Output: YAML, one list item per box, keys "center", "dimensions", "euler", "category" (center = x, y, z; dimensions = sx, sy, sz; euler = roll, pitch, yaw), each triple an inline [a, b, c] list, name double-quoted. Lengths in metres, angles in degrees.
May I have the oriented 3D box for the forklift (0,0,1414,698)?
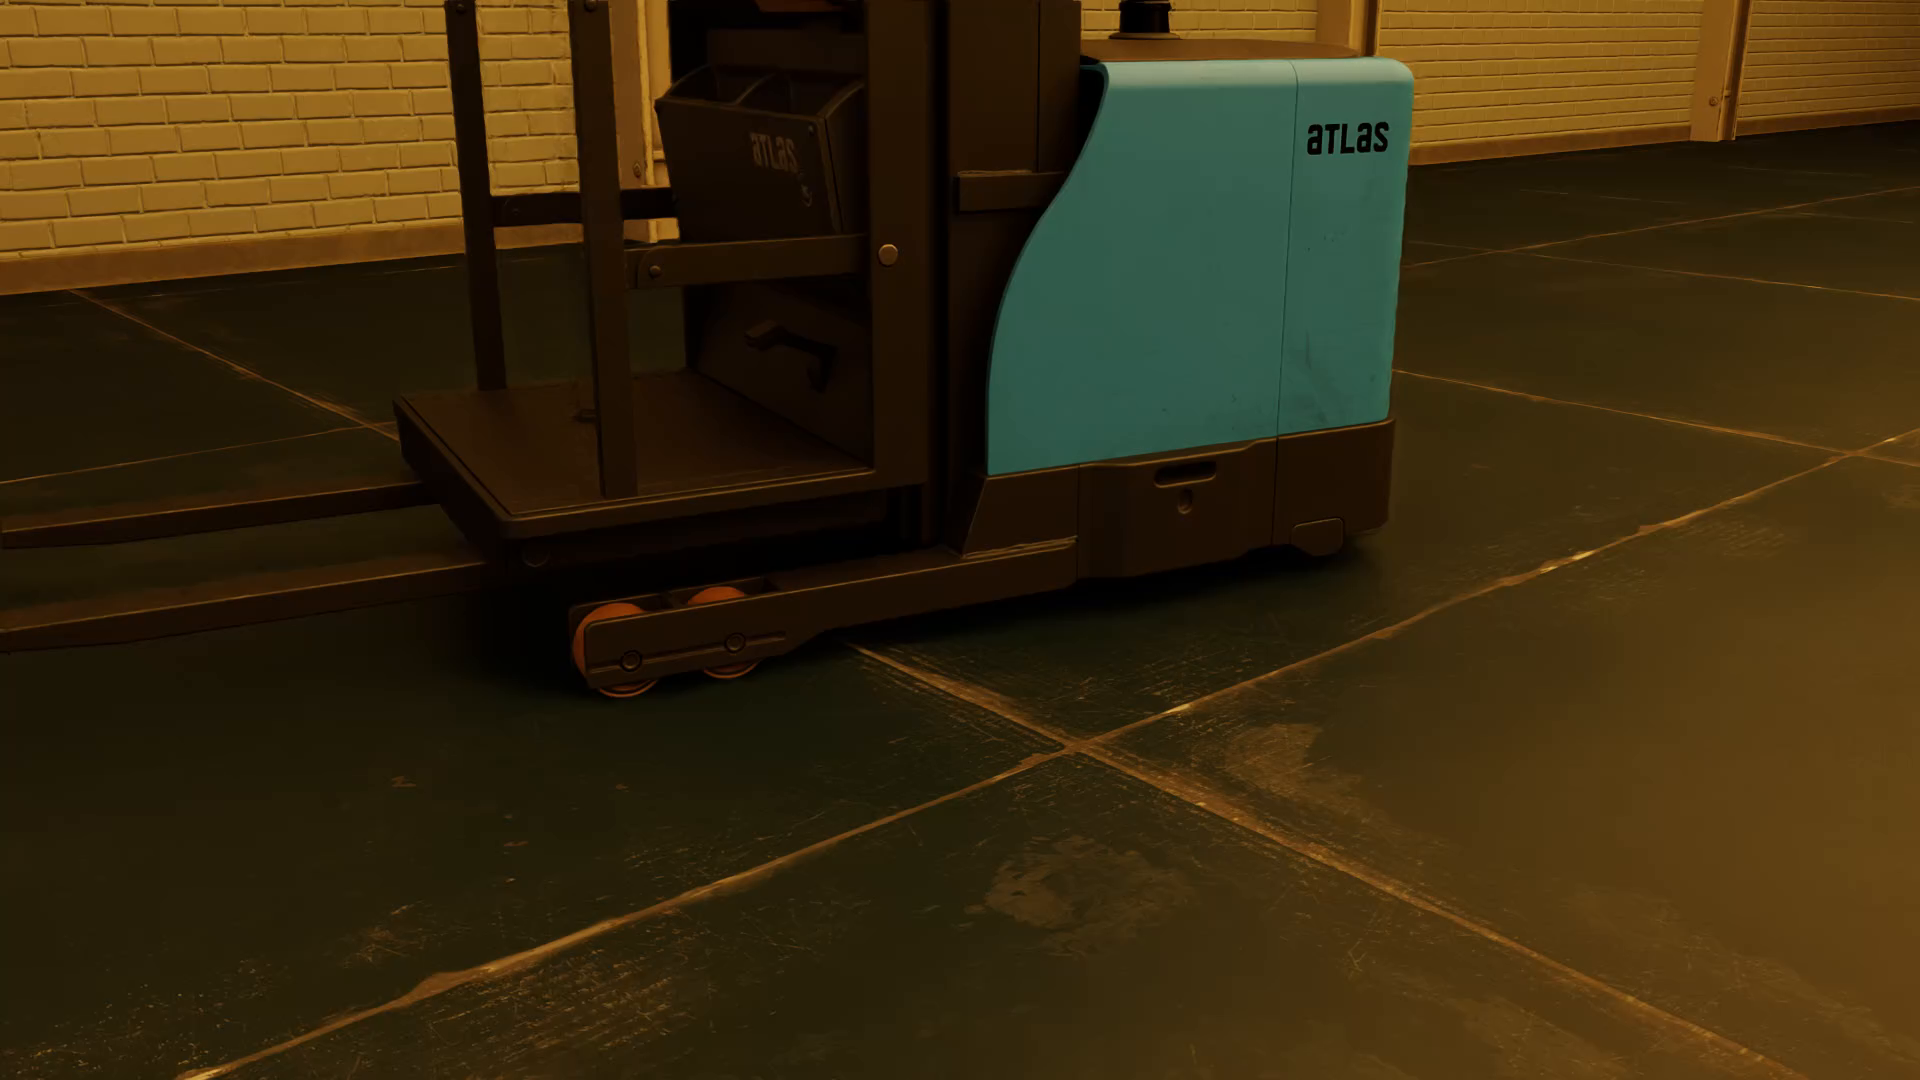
- center: [-0.584, -1.298, 3.089]
  dimensions: [3.031, 2.935, 1.130]
  euler: [-9, 19, -26]
  category: "forklift"
